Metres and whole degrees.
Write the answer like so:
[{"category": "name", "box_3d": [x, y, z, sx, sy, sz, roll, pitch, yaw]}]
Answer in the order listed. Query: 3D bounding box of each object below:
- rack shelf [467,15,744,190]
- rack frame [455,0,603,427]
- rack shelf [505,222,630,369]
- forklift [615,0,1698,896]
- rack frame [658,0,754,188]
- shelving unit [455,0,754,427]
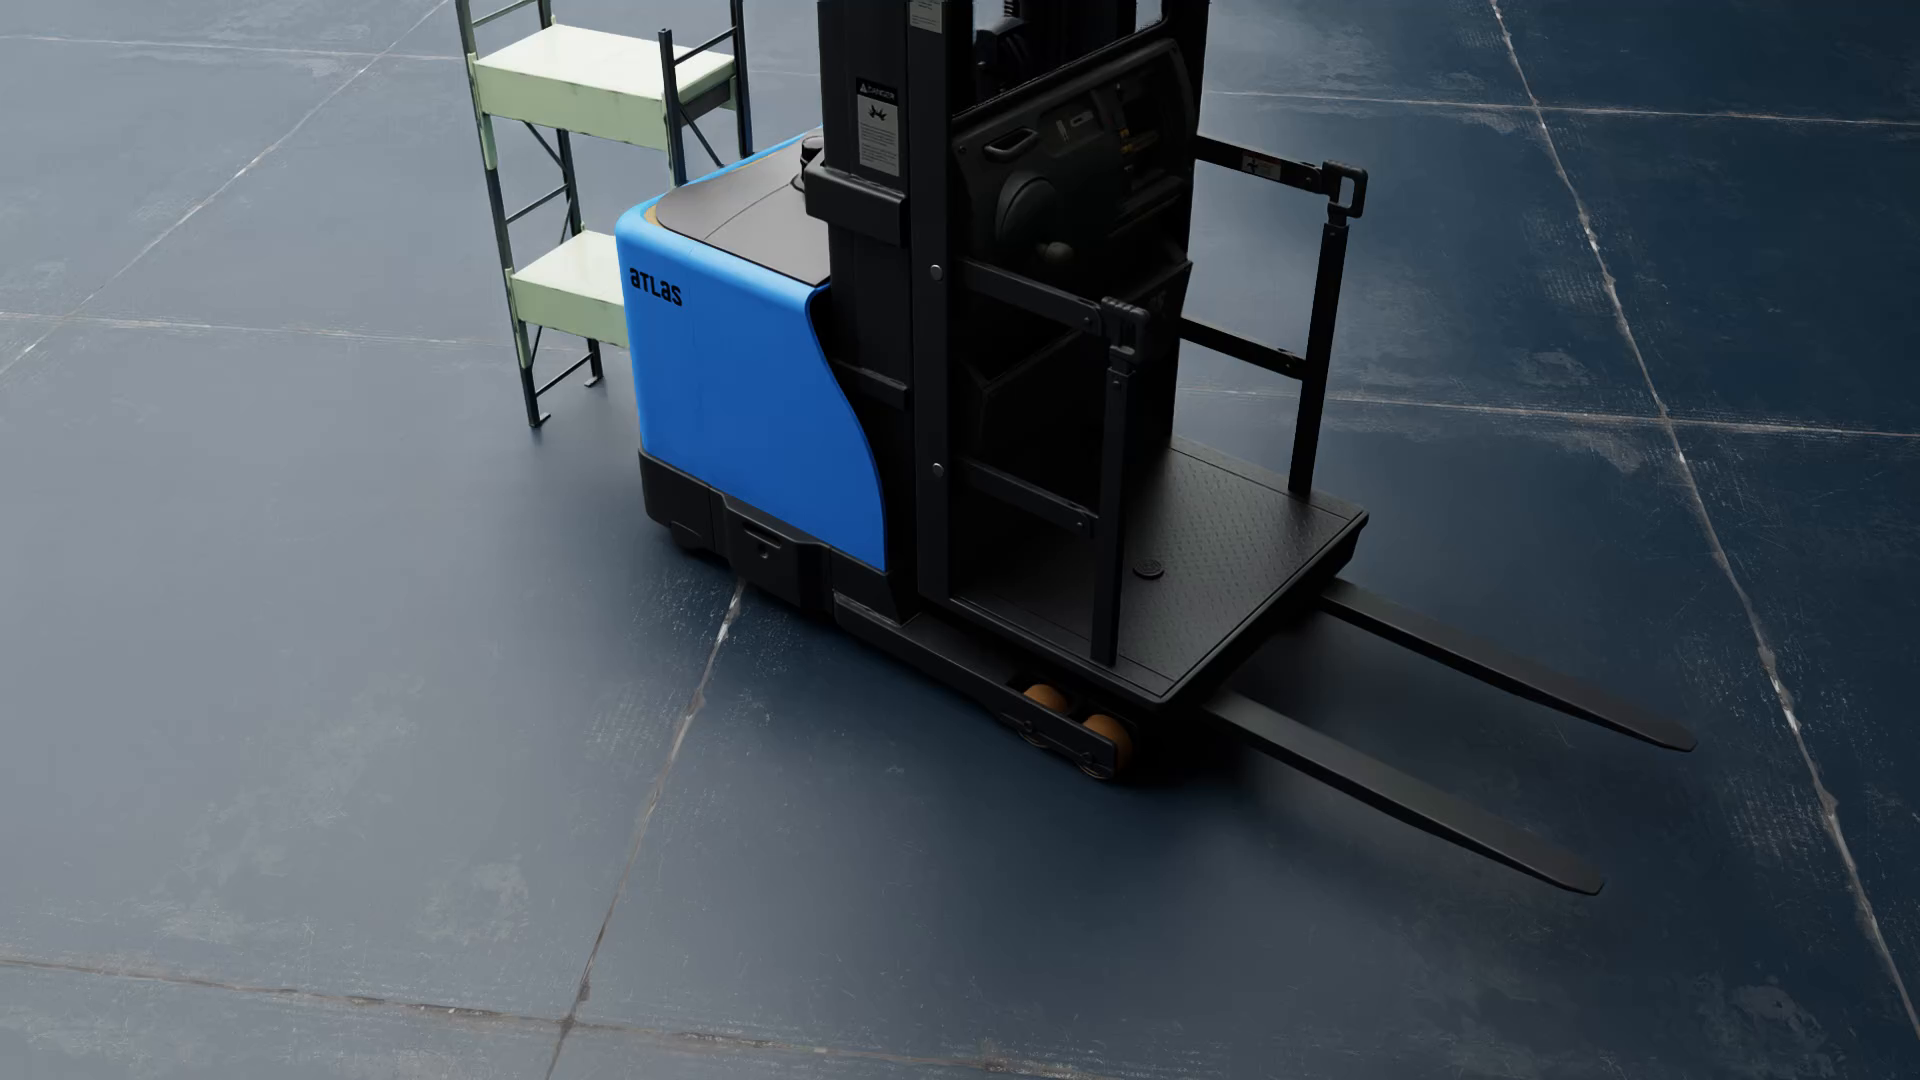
[{"category": "rack shelf", "box_3d": [-1.078, -1.333, 5.155, 0.720, 0.370, 0.431, 16, 39, 21]}, {"category": "rack frame", "box_3d": [-1.406, -1.110, 5.514, 0.023, 1.500, 0.400, 16, 39, 21]}, {"category": "rack shelf", "box_3d": [-1.078, -0.750, 5.571, 0.720, 0.370, 0.431, 16, 39, 21]}, {"category": "forklift", "box_3d": [0.467, -0.916, 4.010, 3.031, 2.935, 1.130, 25, 43, 31]}, {"category": "rack frame", "box_3d": [-0.750, -0.920, 5.249, 0.023, 1.500, 0.400, 16, 39, 21]}, {"category": "shelving unit", "box_3d": [-1.078, -1.015, 5.382, 0.755, 1.500, 0.431, 16, 39, 21]}]
